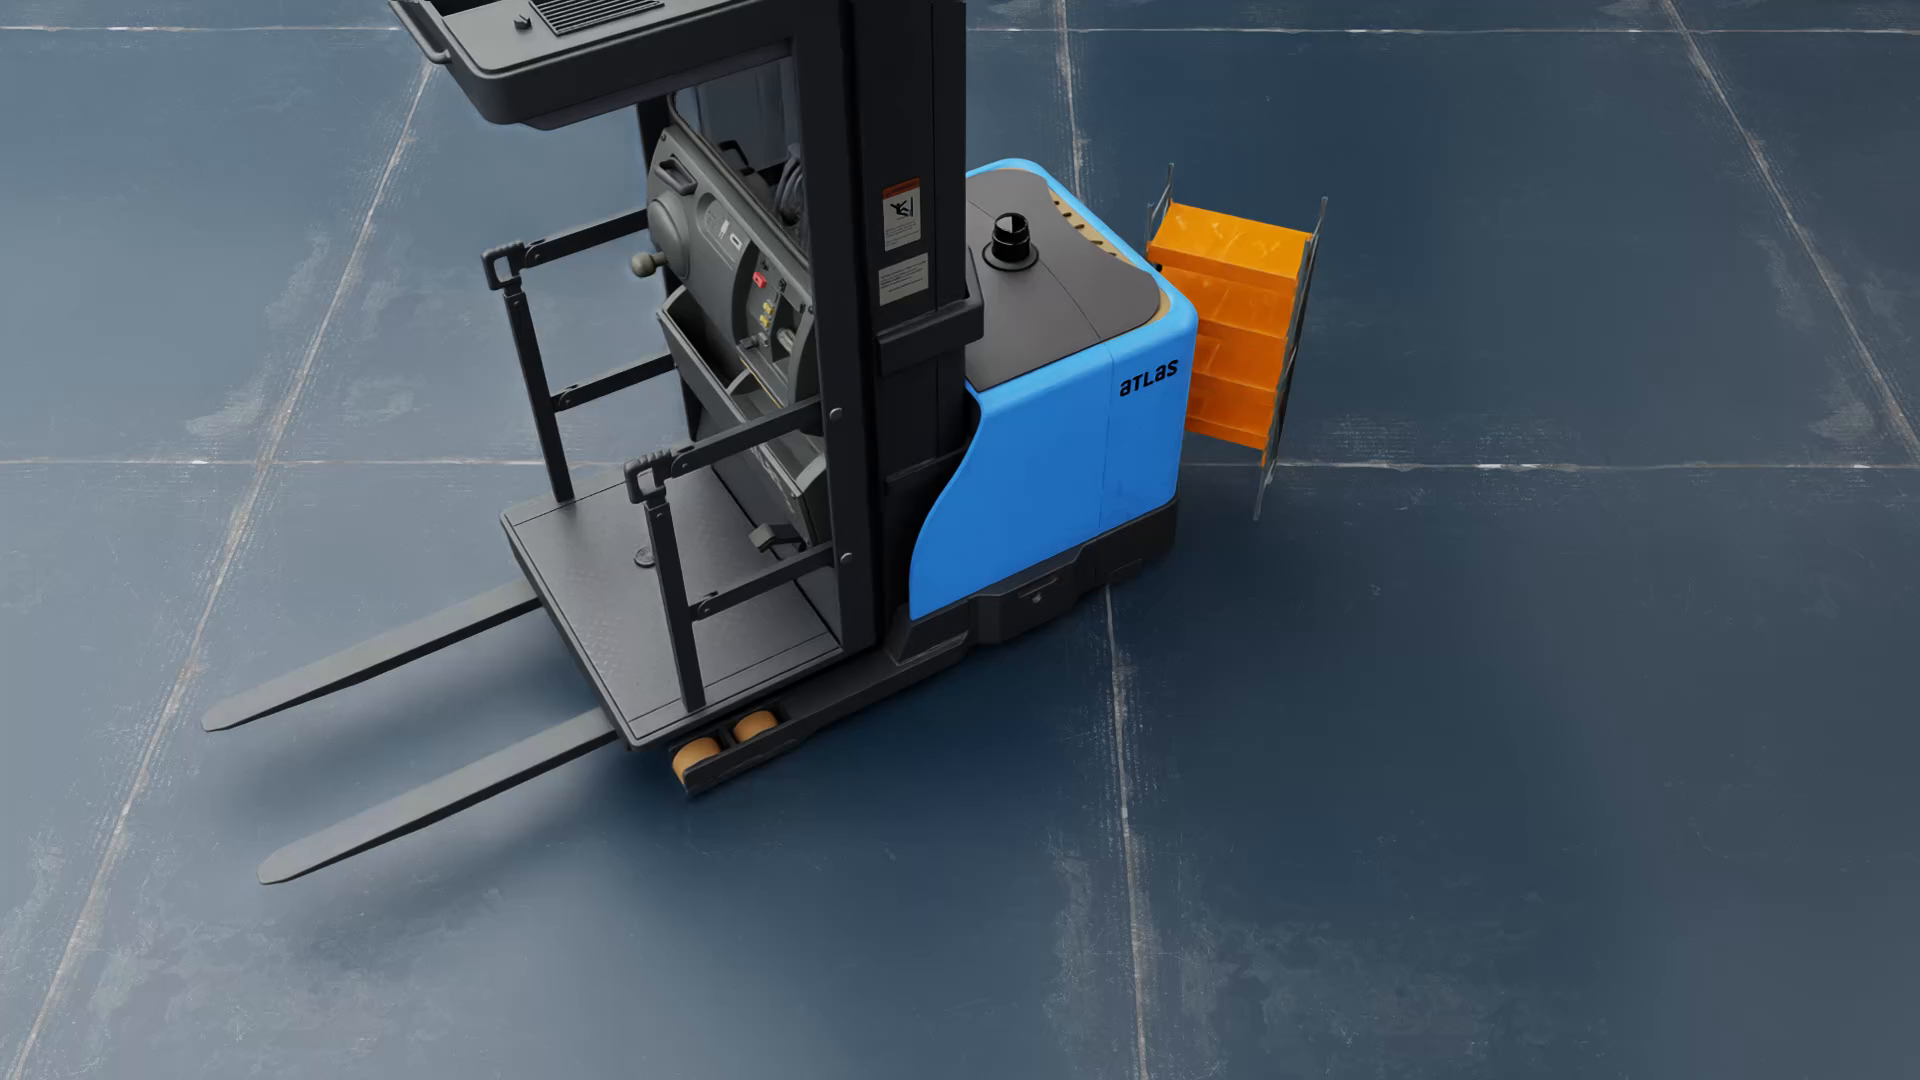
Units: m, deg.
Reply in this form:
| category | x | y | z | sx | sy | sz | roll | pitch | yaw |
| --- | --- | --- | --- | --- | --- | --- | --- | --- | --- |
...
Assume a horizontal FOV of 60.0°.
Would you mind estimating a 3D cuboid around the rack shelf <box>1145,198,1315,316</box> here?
| category | x | y | z | sx | sy | sz | roll | pitch | yaw |
| --- | --- | --- | --- | --- | --- | --- | --- | --- | --- |
| rack shelf | 0.848 | -0.892 | 5.224 | 0.480 | 0.148 | 0.258 | 16 | 49 | 14 |

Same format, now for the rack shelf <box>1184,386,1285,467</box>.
| category | x | y | z | sx | sy | sz | roll | pitch | yaw |
| --- | --- | --- | --- | --- | --- | --- | --- | --- | --- |
| rack shelf | 0.848 | -0.443 | 5.706 | 0.480 | 0.148 | 0.258 | 16 | 49 | 14 |

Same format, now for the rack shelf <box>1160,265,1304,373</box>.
| category | x | y | z | sx | sy | sz | roll | pitch | yaw |
| --- | --- | --- | --- | --- | --- | --- | --- | --- | --- |
| rack shelf | 0.848 | -0.731 | 5.397 | 0.480 | 0.148 | 0.258 | 16 | 49 | 14 |

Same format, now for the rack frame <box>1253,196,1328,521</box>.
| category | x | y | z | sx | sy | sz | roll | pitch | yaw |
| --- | --- | --- | --- | --- | --- | --- | --- | --- | --- |
| rack frame | 1.075 | -0.559 | 5.451 | 0.015 | 1.200 | 0.240 | 16 | 49 | 14 |

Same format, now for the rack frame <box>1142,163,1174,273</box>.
| category | x | y | z | sx | sy | sz | roll | pitch | yaw |
| --- | --- | --- | --- | --- | --- | --- | --- | --- | --- |
| rack frame | 0.621 | -0.690 | 5.572 | 0.015 | 1.200 | 0.240 | 16 | 49 | 14 |

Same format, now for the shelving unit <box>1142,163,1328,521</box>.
| category | x | y | z | sx | sy | sz | roll | pitch | yaw |
| --- | --- | --- | --- | --- | --- | --- | --- | --- | --- |
| shelving unit | 0.848 | -0.624 | 5.511 | 0.503 | 1.200 | 0.258 | 16 | 49 | 14 |

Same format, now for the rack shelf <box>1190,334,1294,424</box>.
| category | x | y | z | sx | sy | sz | roll | pitch | yaw |
| --- | --- | --- | --- | --- | --- | --- | --- | --- | --- |
| rack shelf | 0.848 | -0.578 | 5.561 | 0.480 | 0.148 | 0.258 | 16 | 49 | 14 |

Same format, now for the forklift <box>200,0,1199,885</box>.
| category | x | y | z | sx | sy | sz | roll | pitch | yaw |
| --- | --- | --- | --- | --- | --- | --- | --- | --- | --- |
| forklift | -0.799 | -0.685 | 4.385 | 3.031 | 2.935 | 1.130 | -24 | 52 | -21 |
